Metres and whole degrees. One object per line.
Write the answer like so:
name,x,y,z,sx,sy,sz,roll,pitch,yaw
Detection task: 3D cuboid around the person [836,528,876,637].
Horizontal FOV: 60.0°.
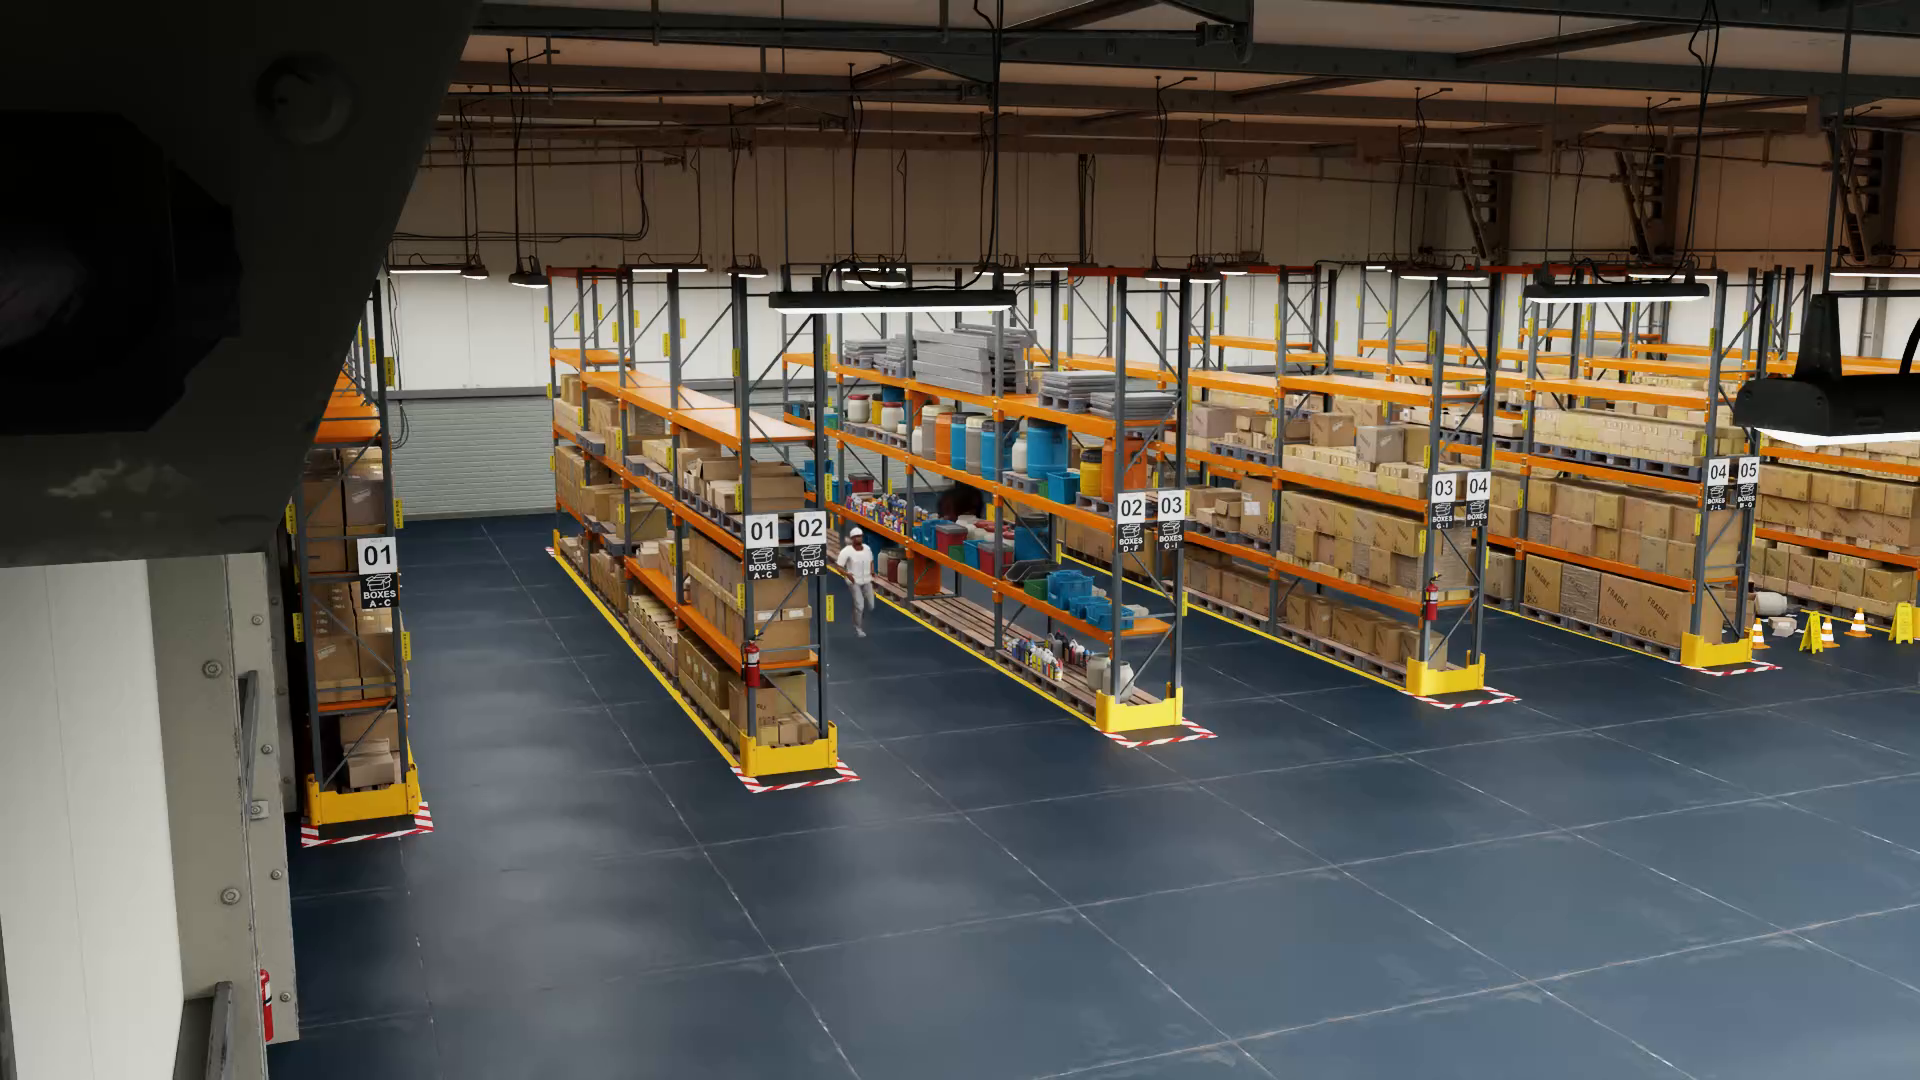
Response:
person,-1.589,0.668,26.156,0.696,1.735,0.557,-7,12,-33

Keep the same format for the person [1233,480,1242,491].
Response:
person,7.063,-1.623,41.125,0.687,1.666,0.616,-9,13,-41
